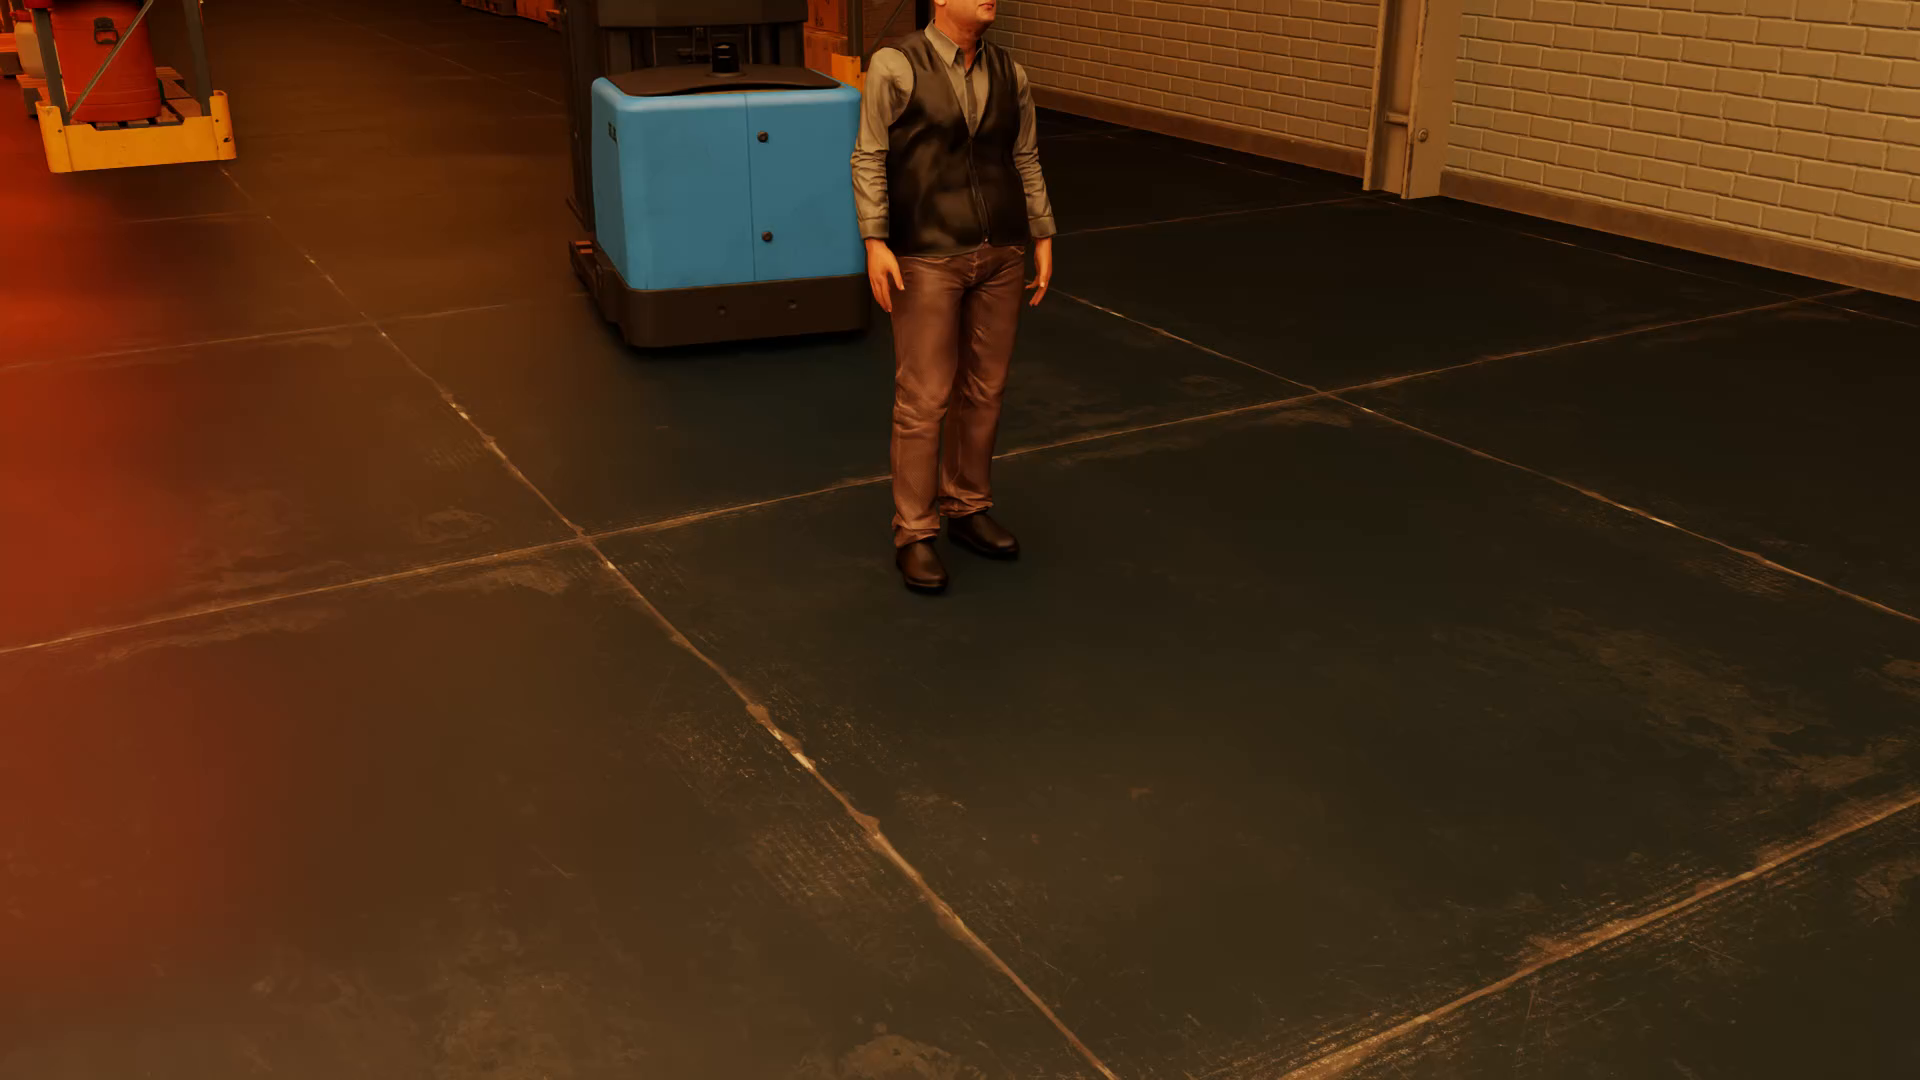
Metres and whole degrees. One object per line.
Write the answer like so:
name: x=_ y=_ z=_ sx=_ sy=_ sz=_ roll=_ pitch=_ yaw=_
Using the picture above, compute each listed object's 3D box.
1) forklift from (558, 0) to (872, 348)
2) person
forklift: x=-1.346 y=-2.682 z=7.809 sx=1.130 sy=2.935 sz=3.031 roll=-7 pitch=23 yaw=-18
person: x=0.024 y=-0.781 z=4.752 sx=0.632 sy=1.720 sz=0.568 roll=-12 pitch=25 yaw=-28
